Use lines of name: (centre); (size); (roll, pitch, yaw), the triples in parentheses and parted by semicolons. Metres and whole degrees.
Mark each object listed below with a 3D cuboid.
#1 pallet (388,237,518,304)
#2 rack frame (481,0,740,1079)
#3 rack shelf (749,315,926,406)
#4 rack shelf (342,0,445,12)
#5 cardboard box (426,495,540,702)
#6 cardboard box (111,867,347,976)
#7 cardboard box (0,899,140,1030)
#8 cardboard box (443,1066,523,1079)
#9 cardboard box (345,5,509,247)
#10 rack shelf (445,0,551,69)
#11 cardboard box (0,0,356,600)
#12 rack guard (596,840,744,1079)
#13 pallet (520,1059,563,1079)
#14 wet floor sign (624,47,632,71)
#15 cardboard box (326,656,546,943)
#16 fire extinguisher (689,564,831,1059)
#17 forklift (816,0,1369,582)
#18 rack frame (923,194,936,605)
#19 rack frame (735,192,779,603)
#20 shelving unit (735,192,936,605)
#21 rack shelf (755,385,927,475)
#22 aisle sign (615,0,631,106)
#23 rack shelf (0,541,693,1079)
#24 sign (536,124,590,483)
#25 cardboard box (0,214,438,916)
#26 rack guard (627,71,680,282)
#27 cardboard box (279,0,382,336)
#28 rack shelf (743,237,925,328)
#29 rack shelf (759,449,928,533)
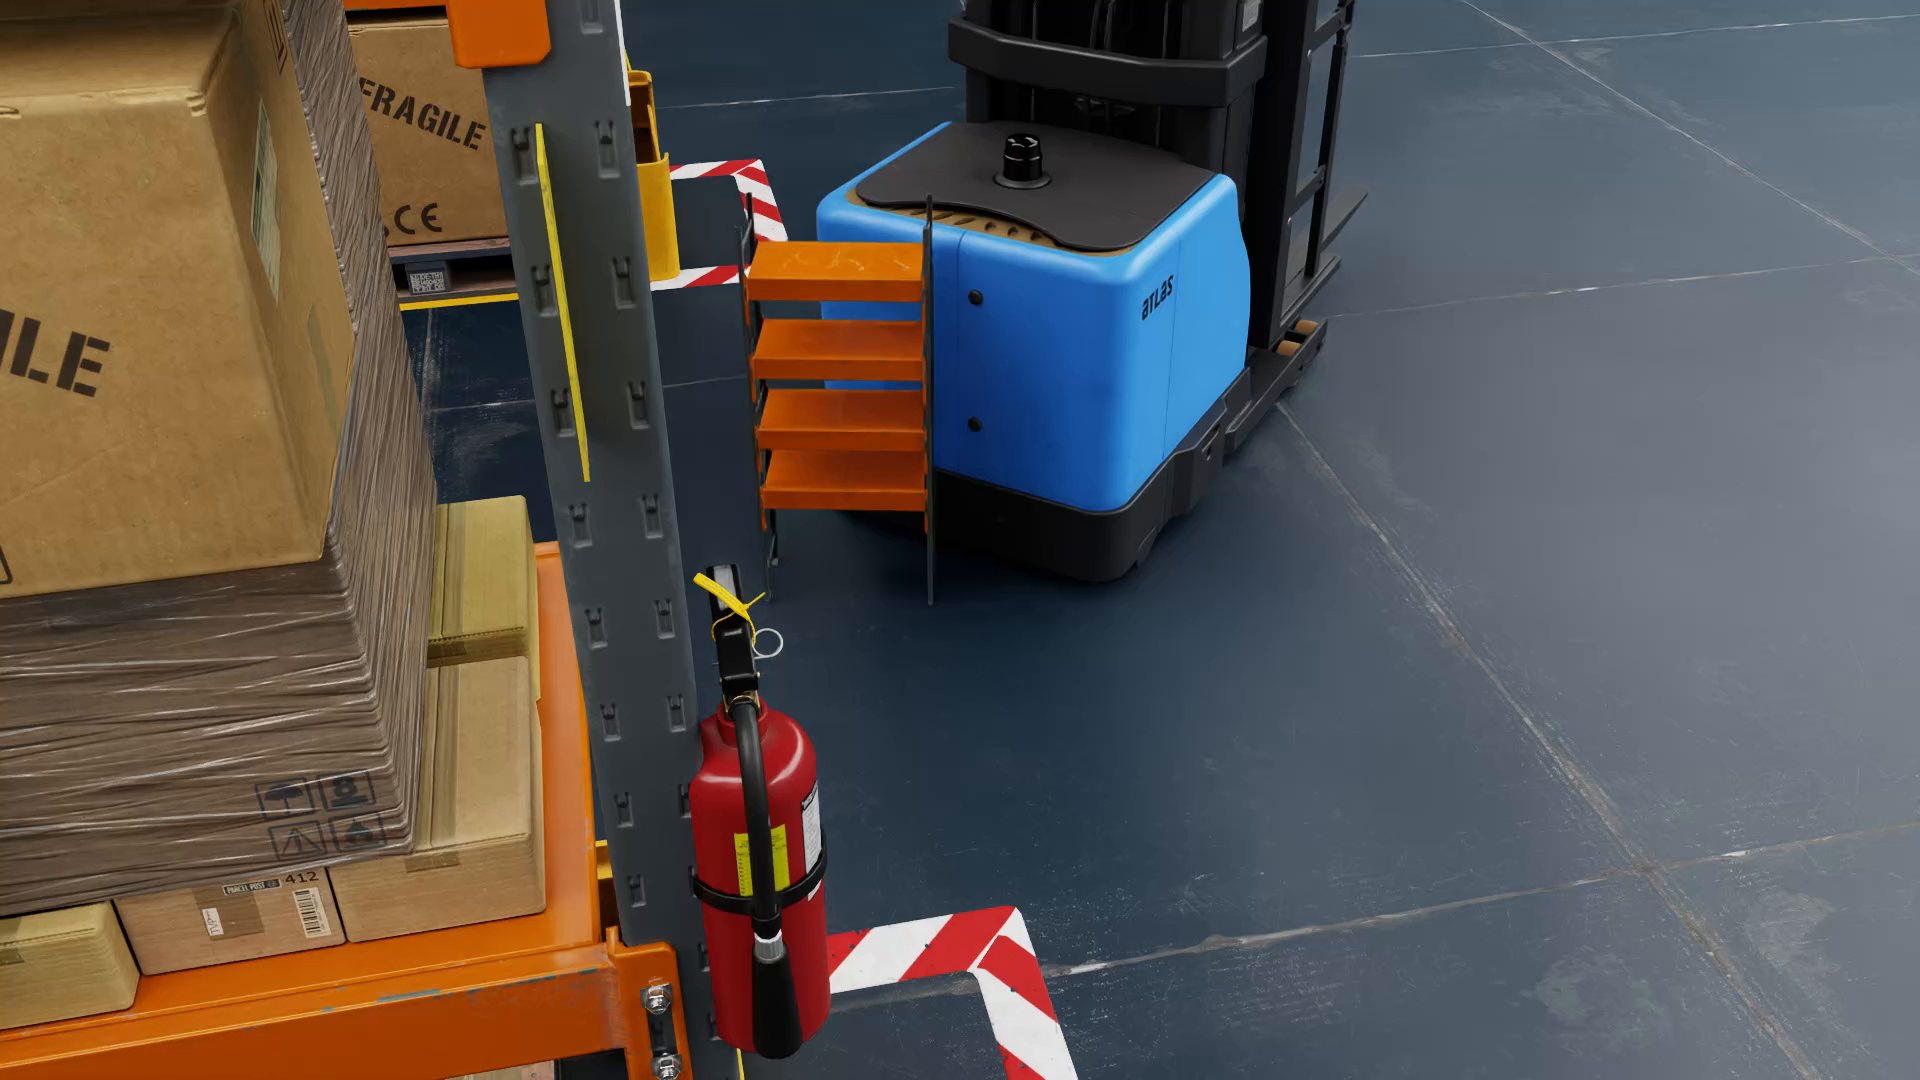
pallet: (-2.232, -1.318, 7.024); (1.213, 0.211, 1.003); (-7, 35, -11)
rack frame: (-0.474, 0.092, 2.422); (0.127, 3.000, 1.000); (-7, 35, -11)
rack shelf: (-0.329, -0.503, 4.643); (0.480, 0.148, 0.258); (1, 34, 1)
rack shelf: (-3.420, -2.072, 6.291); (4.000, 0.370, 1.077); (-7, 35, -11)
cardboard box: (-0.805, 0.101, 2.633); (0.250, 0.149, 0.380); (-7, 35, -11)
cardboard box: (-0.950, 0.373, 2.227); (0.250, 0.149, 0.380); (-7, 35, -11)
cardboard box: (-1.183, 0.432, 2.139); (0.250, 0.149, 0.380); (-7, 35, -11)
cardboard box: (-1.087, 1.023, 2.900); (0.500, 0.500, 0.500); (-1, 34, -2)
cardboard box: (-2.116, -1.789, 6.755); (0.875, 0.875, 0.875); (-7, 34, -10)
rack shelf: (-2.425, -0.609, 1.420); (4.000, 0.370, 1.077); (-7, 35, -11)
cardboard box: (-0.956, -0.287, 1.731); (0.500, 0.500, 0.500); (-7, 35, -11)
rack guard: (-0.548, 1.139, 3.104); (0.348, 0.500, 1.175); (-7, 35, -11)
pallet: (-1.348, 1.339, 3.065); (1.213, 0.211, 1.003); (-7, 35, -11)
wet floor sign: (-1.878, -2.719, 8.722); (0.232, 0.644, 0.267); (-13, 36, -19)
cardboard box: (-0.706, 0.343, 2.272); (0.250, 0.149, 0.380); (-7, 35, -11)
fire extinguisher: (-0.261, 0.360, 2.091); (0.183, 0.674, 0.296); (-7, 35, -11)
forklift: (0.719, -1.890, 5.437); (1.130, 2.935, 3.031); (17, 37, 24)
rack frame: (-0.085, -0.370, 4.725); (0.015, 1.200, 0.240); (1, 34, 1)
rack frame: (-0.573, -0.377, 4.735); (0.015, 1.200, 0.240); (1, 34, 1)
shelving unit: (-0.329, -0.374, 4.730); (0.503, 1.200, 0.258); (1, 34, 1)
rack shelf: (-0.329, -0.318, 4.767); (0.480, 0.148, 0.258); (1, 34, 1)
aisle sign: (-0.347, -0.832, 1.466); (0.004, 0.787, 0.394); (-7, 35, -11)
rack shelf: (-2.425, 0.636, 2.256); (4.000, 0.370, 1.077); (-7, 35, -11)
sign: (-0.371, -0.216, 1.558); (0.005, 0.325, 0.100); (-7, 35, -11)
cardboard box: (-1.016, -0.021, 2.232); (0.500, 0.500, 0.875); (-7, 35, -11)
rack guard: (-1.446, -1.582, 7.158); (0.348, 0.500, 1.175); (-7, 35, -11)
cardboard box: (-1.070, -0.569, 2.152); (0.500, 0.500, 0.500); (-7, 35, -11)
rack shelf: (-0.329, -0.700, 4.511); (0.480, 0.148, 0.258); (1, 34, 1)
rack shelf: (-0.329, -0.153, 4.878); (0.480, 0.148, 0.258); (1, 34, 1)
